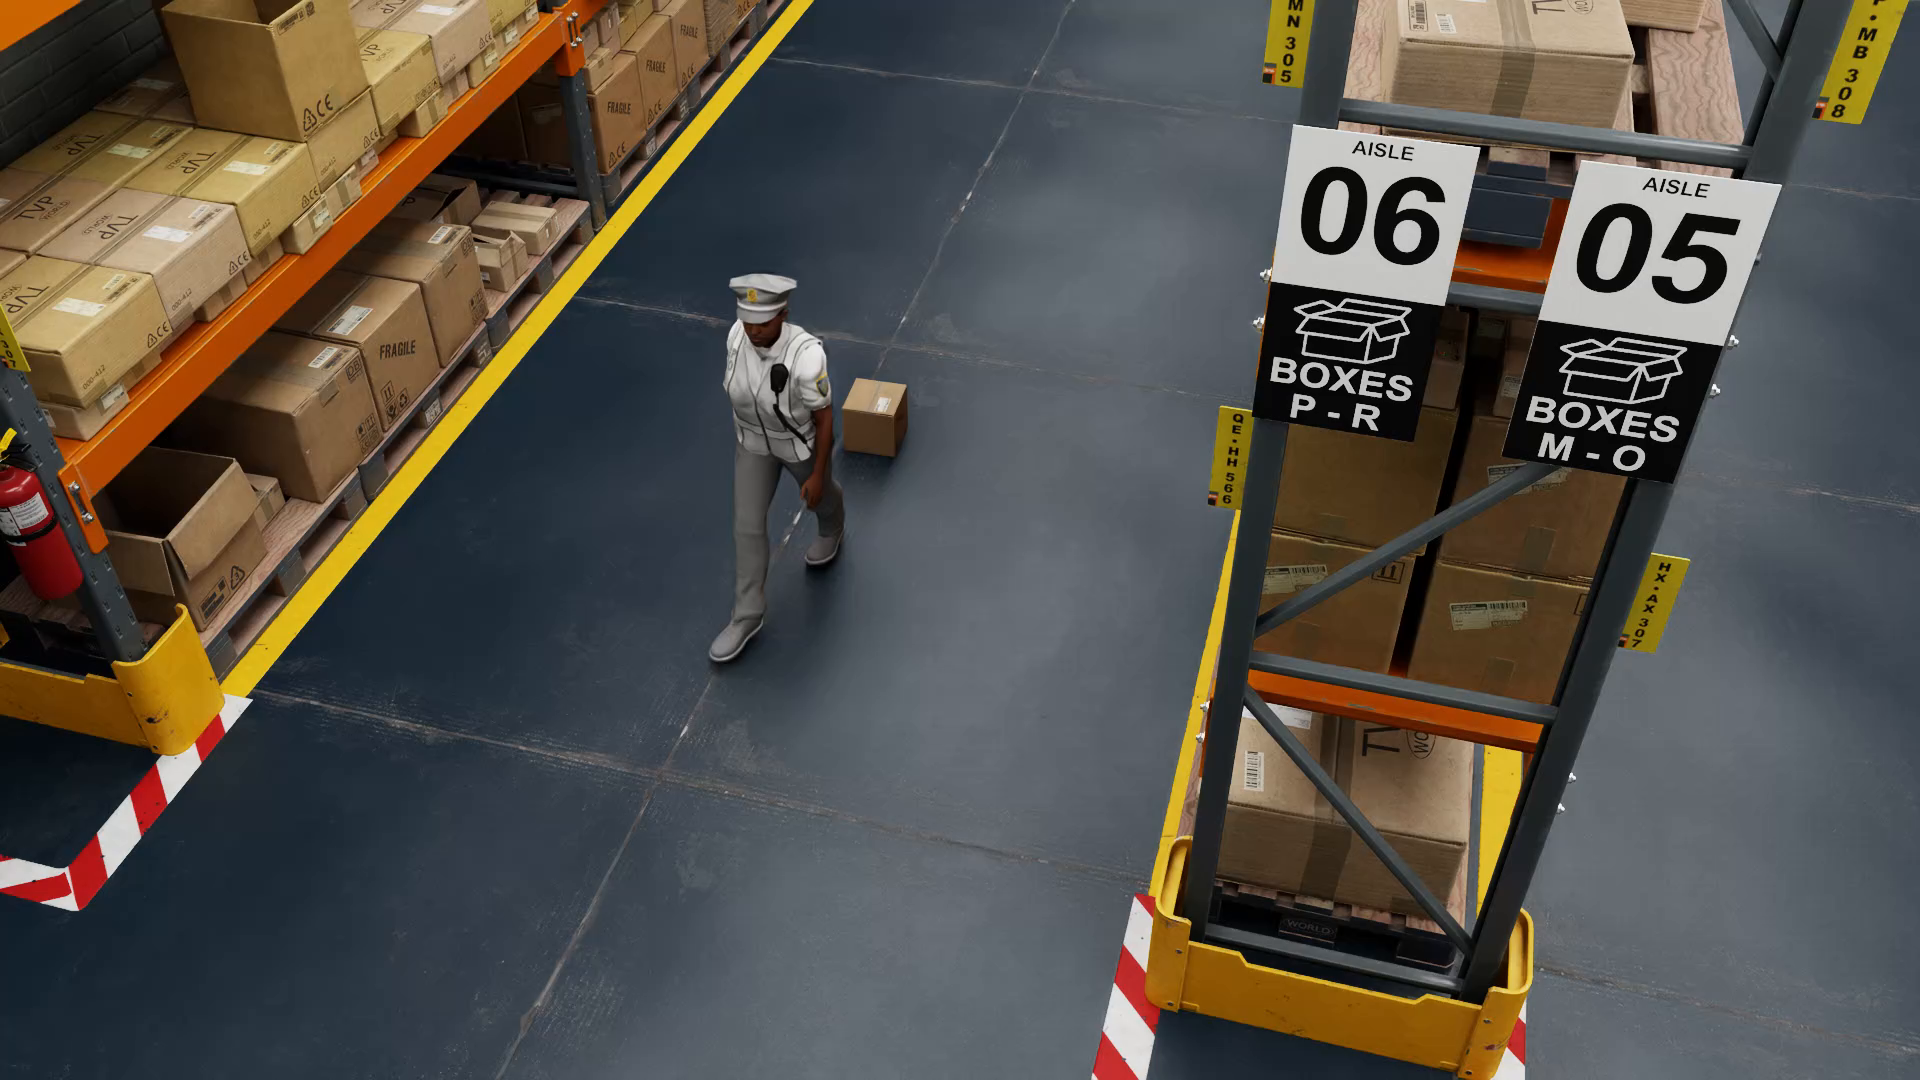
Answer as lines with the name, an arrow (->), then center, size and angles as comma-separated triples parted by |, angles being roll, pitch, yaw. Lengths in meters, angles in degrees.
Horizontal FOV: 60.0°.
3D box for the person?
person -> -0.701, -0.364, 6.546 | 0.440, 1.617, 0.959 | 12, 43, 14
